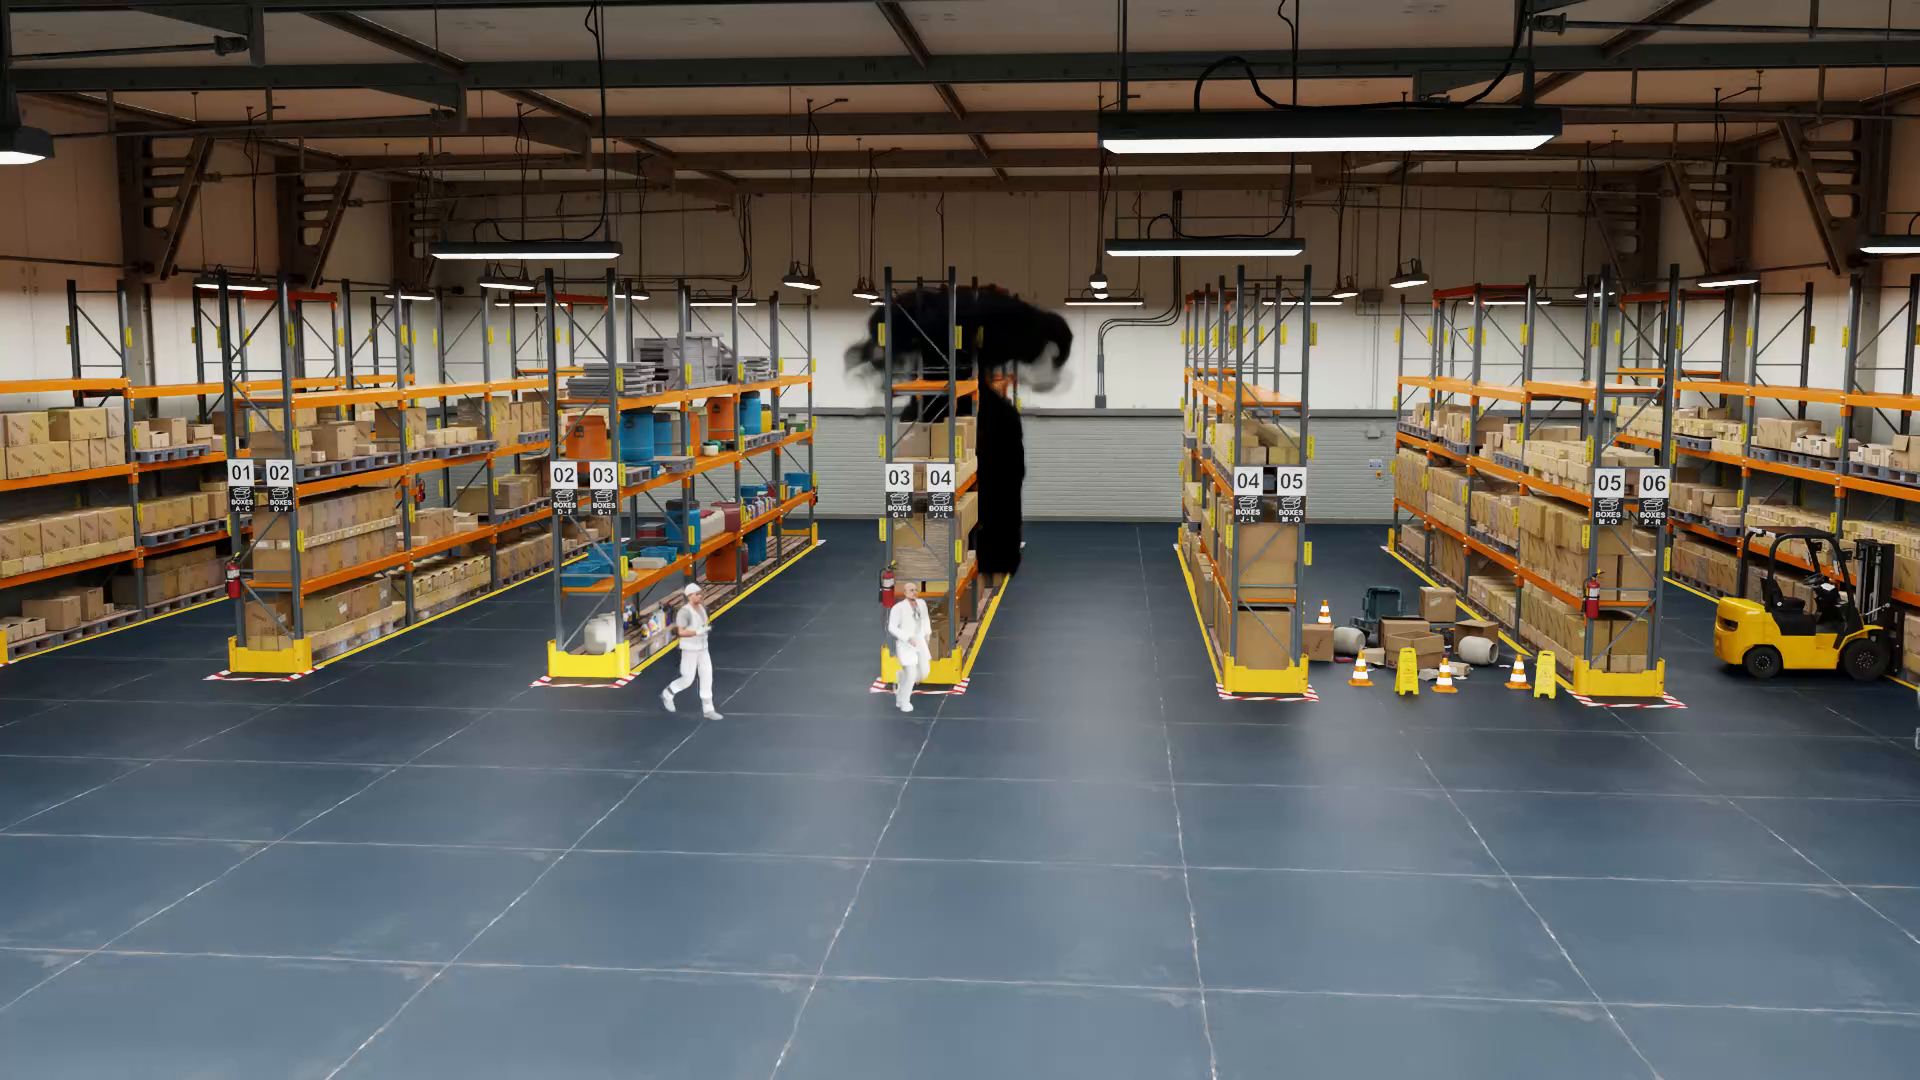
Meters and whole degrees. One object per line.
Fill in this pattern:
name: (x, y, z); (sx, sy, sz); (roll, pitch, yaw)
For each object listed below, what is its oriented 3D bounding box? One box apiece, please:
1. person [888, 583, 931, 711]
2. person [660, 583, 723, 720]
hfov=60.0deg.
person: (-0.654, 1.432, 22.444); (0.742, 1.741, 0.702); (-5, 9, -38)
person: (-3.526, 1.448, 21.830); (0.941, 1.774, 0.665); (4, 8, 28)
